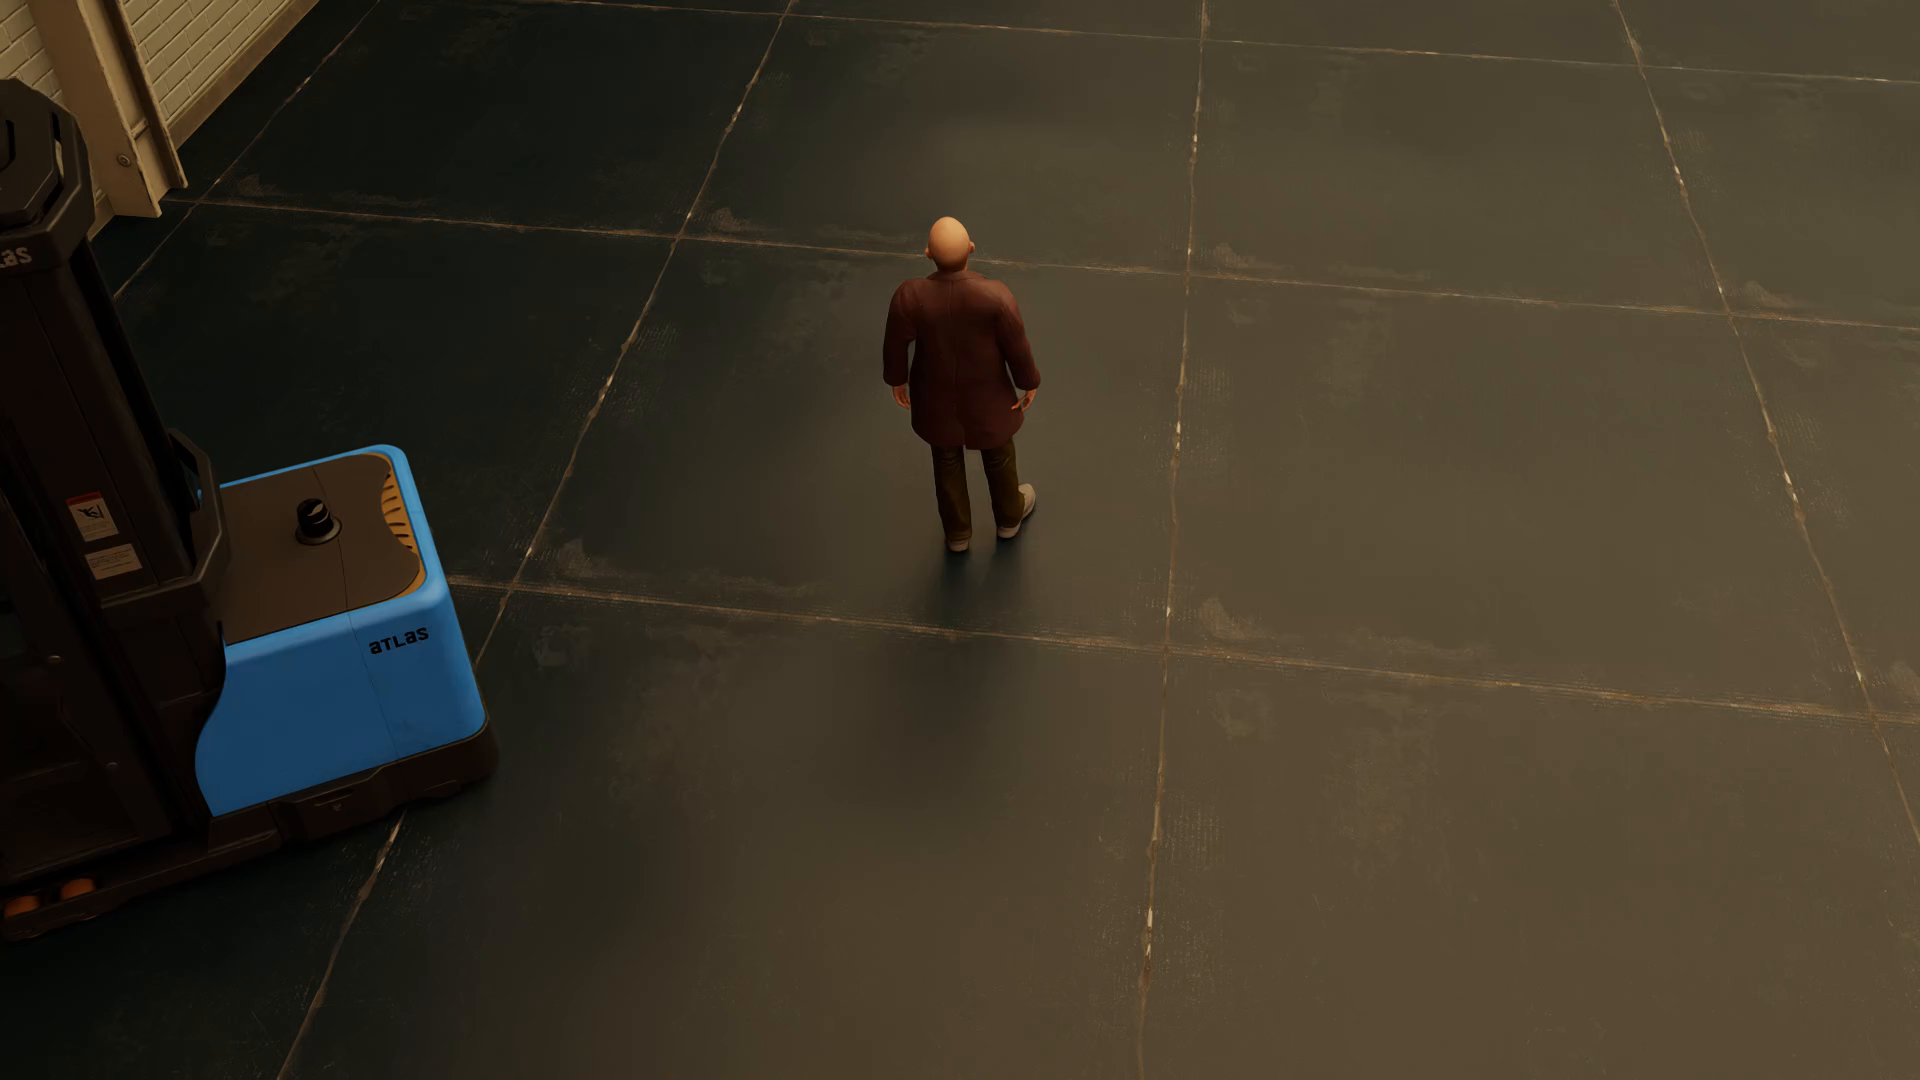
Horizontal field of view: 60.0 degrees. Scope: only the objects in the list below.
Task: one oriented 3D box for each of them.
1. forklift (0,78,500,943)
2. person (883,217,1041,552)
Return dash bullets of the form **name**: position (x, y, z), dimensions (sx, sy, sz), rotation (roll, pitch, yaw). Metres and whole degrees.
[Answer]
- **forklift**: position (-3.447, 0.009, 5.714), dimensions (3.031, 2.935, 1.130), rotation (-17, 45, -18)
- **person**: position (0.016, -0.721, 7.351), dimensions (0.696, 1.778, 0.579), rotation (5, 43, 6)
